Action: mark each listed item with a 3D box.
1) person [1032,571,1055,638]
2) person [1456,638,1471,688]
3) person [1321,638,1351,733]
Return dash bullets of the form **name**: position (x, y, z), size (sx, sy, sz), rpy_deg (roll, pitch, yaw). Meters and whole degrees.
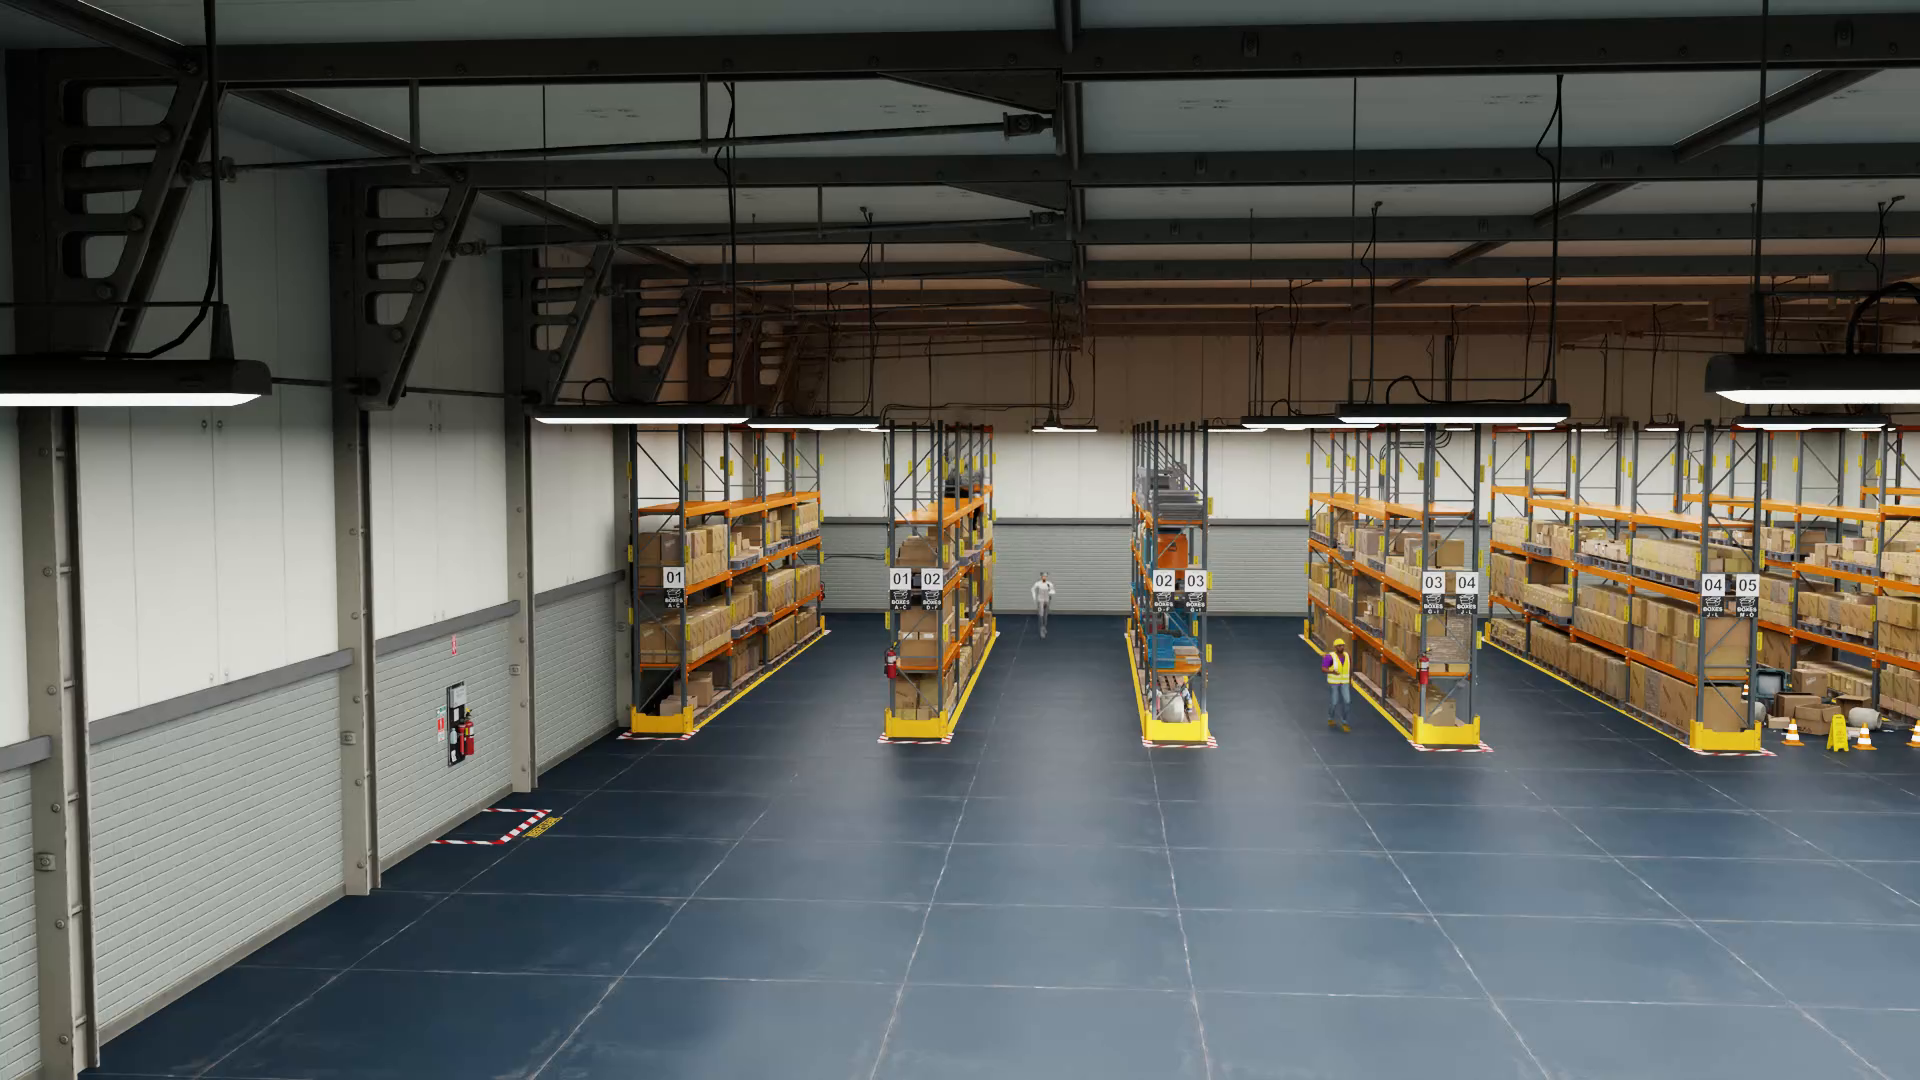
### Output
- **person**: position (2.286, 1.746, 45.288), size (0.583, 1.804, 0.723), rpy_deg (-1, 4, -11)
- **person**: position (11.334, 2.430, 37.711), size (0.727, 1.760, 1.036), rpy_deg (0, 4, 2)
- **person**: position (7.317, 2.811, 32.239), size (0.676, 1.825, 0.769), rpy_deg (0, 4, -6)
